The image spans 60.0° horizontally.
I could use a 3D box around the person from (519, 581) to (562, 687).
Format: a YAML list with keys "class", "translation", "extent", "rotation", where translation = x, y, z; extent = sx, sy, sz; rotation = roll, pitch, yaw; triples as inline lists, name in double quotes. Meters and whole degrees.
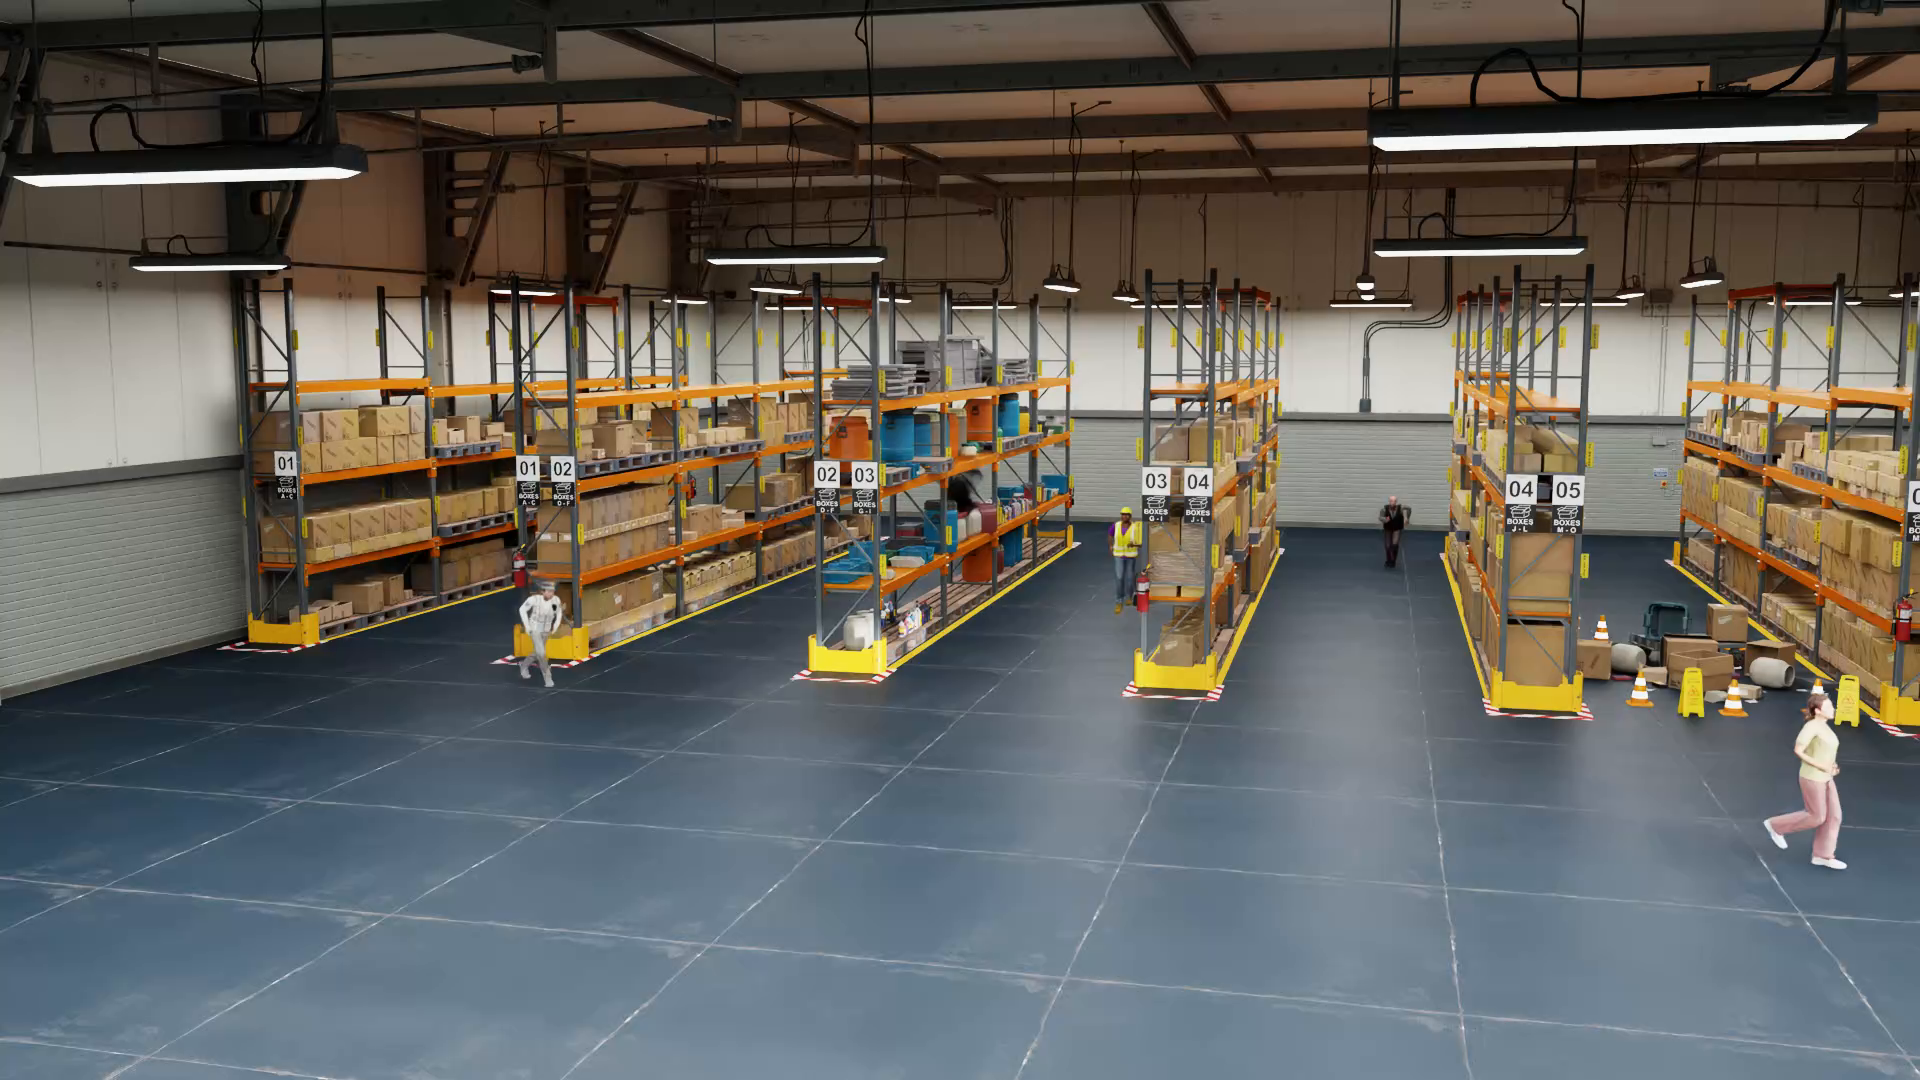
- class: "person"
  translation: [-6.172, 1.349, 24.343]
  extent: [0.613, 1.587, 0.960]
  rotation: [-6, 9, -39]

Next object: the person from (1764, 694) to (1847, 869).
- class: "person"
  translation: [8.165, 2.279, 15.954]
  extent: [0.577, 1.642, 0.752]
  rotation: [-6, 9, -43]

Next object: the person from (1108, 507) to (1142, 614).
- class: "person"
  translation: [2.916, 0.344, 29.313]
  extent: [0.688, 1.863, 0.665]
  rotation: [2, 7, 14]

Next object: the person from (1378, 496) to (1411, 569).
- class: "person"
  translation: [9.568, -0.181, 36.641]
  extent: [0.692, 1.633, 0.956]
  rotation: [2, 7, 17]
